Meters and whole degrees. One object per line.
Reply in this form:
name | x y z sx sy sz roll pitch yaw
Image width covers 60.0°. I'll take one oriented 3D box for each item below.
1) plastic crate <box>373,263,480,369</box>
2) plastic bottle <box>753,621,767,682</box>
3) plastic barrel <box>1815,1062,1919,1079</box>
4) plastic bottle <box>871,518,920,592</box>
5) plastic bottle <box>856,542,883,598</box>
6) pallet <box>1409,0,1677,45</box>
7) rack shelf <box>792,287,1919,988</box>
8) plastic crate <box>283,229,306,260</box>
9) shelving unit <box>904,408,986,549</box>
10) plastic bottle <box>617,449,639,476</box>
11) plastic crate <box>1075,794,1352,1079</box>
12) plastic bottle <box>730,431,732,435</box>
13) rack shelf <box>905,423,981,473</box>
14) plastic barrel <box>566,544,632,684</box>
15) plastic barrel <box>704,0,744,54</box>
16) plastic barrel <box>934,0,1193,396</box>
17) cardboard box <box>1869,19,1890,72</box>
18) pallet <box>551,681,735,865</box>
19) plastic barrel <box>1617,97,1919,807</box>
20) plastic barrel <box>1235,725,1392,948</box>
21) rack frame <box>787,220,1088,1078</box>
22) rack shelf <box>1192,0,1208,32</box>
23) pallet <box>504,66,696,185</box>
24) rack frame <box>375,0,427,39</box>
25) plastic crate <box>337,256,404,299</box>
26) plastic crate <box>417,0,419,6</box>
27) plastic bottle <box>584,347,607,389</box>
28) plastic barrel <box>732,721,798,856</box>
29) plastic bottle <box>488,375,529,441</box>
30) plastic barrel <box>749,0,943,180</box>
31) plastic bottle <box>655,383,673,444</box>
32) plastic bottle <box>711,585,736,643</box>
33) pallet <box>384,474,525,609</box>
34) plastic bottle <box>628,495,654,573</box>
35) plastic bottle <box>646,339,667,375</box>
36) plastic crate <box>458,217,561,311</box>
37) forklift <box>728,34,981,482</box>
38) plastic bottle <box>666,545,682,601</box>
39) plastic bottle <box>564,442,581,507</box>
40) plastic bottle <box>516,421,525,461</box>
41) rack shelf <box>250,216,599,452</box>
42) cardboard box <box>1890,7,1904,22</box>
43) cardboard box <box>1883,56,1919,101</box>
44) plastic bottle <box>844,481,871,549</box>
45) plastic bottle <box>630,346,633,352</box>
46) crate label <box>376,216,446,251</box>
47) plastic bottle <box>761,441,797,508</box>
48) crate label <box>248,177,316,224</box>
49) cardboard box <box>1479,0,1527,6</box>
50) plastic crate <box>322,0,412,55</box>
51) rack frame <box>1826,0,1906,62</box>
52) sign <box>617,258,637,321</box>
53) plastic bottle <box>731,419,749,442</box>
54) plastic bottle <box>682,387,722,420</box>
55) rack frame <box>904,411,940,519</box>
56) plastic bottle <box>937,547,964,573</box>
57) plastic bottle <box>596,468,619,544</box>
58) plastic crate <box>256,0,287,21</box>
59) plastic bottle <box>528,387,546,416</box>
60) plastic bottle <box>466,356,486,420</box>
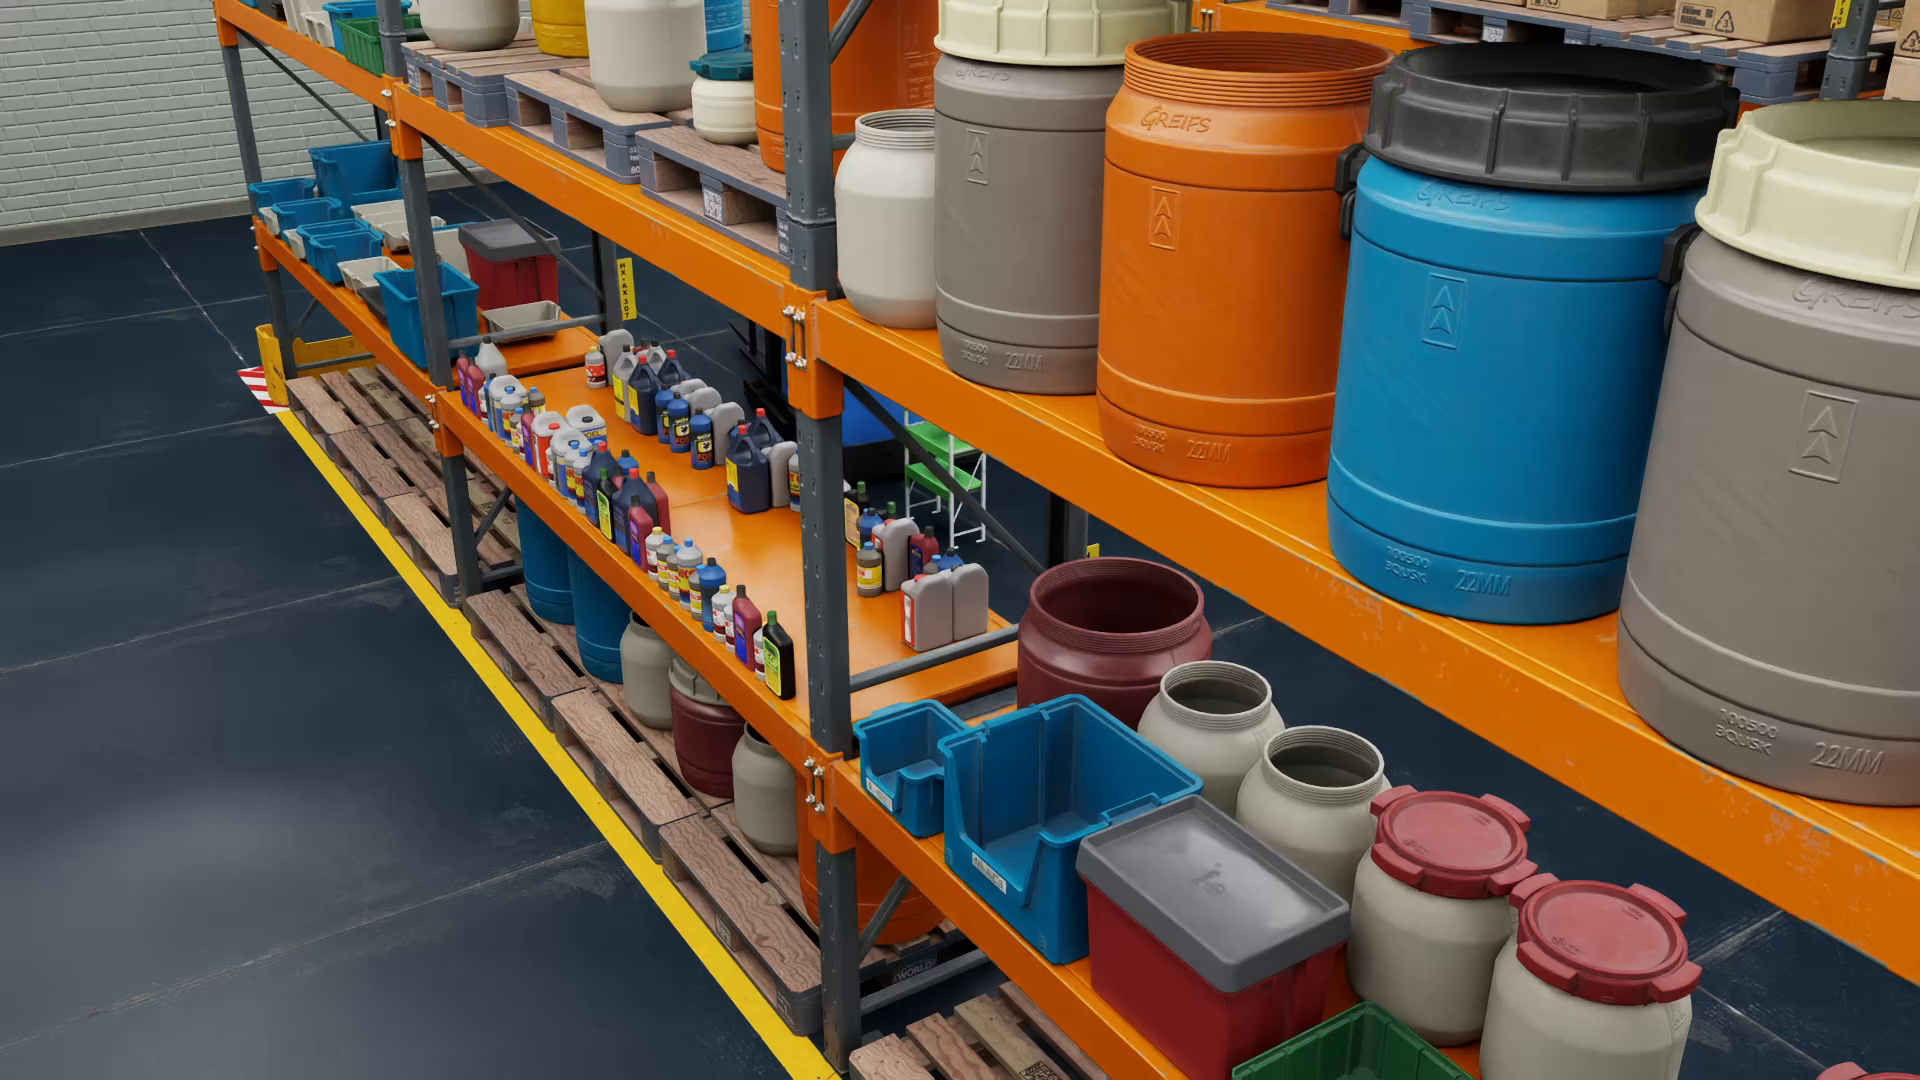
plastic crate | -2.752 -1.163 8.648 0.392 0.384 0.575 -16 29 -30
plastic bottle | -0.654 0.374 5.676 0.097 0.201 0.097 0 25 0
plastic barrel | 1.817 1.351 3.215 0.433 0.535 0.433 0 25 0
plastic bottle | -0.246 0.036 6.306 0.152 0.276 0.135 -16 29 -30
plastic bottle | -0.340 0.105 6.246 0.097 0.201 0.097 0 25 0
pallet | 3.113 -2.667 8.594 1.003 0.211 1.213 -14 29 -27
rack shelf | 1.064 0.060 3.439 1.077 0.370 4.000 -16 29 -30
plastic crate | -4.060 -1.852 10.398 0.250 0.136 0.298 -16 29 -30
shelving unit | -0.090 -0.602 9.619 0.258 1.200 0.503 -16 29 -30
plastic bottle | -1.379 -0.245 6.905 0.097 0.271 0.097 0 25 0
plastic crate | 0.598 0.996 4.052 0.402 0.464 0.583 -16 29 -30
plastic bottle | -0.965 -0.423 7.364 0.097 0.201 0.097 0 25 0
rack shelf | -0.090 -0.544 9.647 0.258 0.148 0.480 -16 29 -30
plastic barrel | -1.542 0.156 7.873 0.600 0.901 0.708 -16 29 -30
plastic barrel | -1.152 -2.254 6.417 0.600 0.901 0.708 -16 29 -30
plastic barrel | 0.239 -0.863 3.964 0.600 0.901 0.600 0 25 0
cardboard box | 9.202 -5.030 16.774 0.500 0.500 0.500 -16 30 -30
pallet | -1.155 0.928 7.537 1.003 0.211 1.213 -16 29 -30
plastic barrel | 1.339 -0.142 2.437 0.600 0.901 0.600 0 25 0
plastic barrel | 0.943 0.794 4.424 0.421 0.512 0.421 0 25 0
rack frame | -0.028 0.375 5.441 1.000 3.000 0.127 -16 29 -30
rack shelf | 0.846 -3.956 11.945 1.077 0.370 4.000 -16 29 -30
pallet | -1.080 -1.664 6.468 1.003 0.211 1.213 -16 29 -30
rack frame | -2.212 -3.768 7.191 1.000 3.000 0.127 -16 29 -30
plastic crate | -3.414 -1.516 9.686 0.293 0.136 0.466 -16 29 -30
plastic crate | -2.660 -2.861 8.936 0.497 0.269 0.590 -16 29 -30
plastic bottle | -1.820 -0.864 8.299 0.097 0.201 0.097 0 25 0
plastic barrel | -0.692 0.958 6.628 0.421 0.512 0.421 0 25 0
plastic bottle | -2.078 -0.614 7.682 0.152 0.276 0.135 -16 29 -30
plastic barrel | -0.335 -1.569 5.051 0.600 0.830 0.708 -16 29 -30
plastic bottle | -1.345 -0.585 7.626 0.097 0.271 0.097 0 25 0
plastic bottle | -0.833 0.257 5.924 0.097 0.201 0.097 0 25 0
pallet | -2.645 -0.048 9.605 1.003 0.211 1.213 -16 29 -30
plastic bottle | -1.230 -0.026 6.428 0.061 0.283 0.133 -16 29 -30
plastic bottle | -1.436 -0.781 7.947 0.144 0.351 0.185 -16 29 -30
plastic crate | -2.489 -1.489 9.246 0.402 0.464 0.583 -16 29 -30
forklift | -0.890 -2.285 11.158 1.130 2.935 3.031 -10 27 -20
plastic bottle | -1.046 0.118 6.219 0.097 0.201 0.097 0 25 0
plastic bottle | -1.606 -0.281 6.982 0.097 0.271 0.097 0 25 0
plastic bottle | -1.932 -0.463 7.449 0.097 0.201 0.097 0 25 0
rack shelf | -3.303 -1.445 10.141 1.077 0.370 4.000 -16 29 -30
cardboard box | 9.482 -5.304 16.184 0.500 0.500 0.500 -16 30 -30
cardboard box | 4.165 -1.840 6.796 0.500 0.250 0.500 -15 29 -29
plastic bottle | -0.407 -0.109 6.603 0.061 0.283 0.133 -16 29 -30
plastic bottle | -1.639 -0.865 8.301 0.097 0.201 0.097 0 25 0
crate label | -3.480 -1.943 10.592 0.396 0.136 0.243 -16 29 -30
plastic bottle | -0.750 -0.295 7.006 0.152 0.276 0.135 -16 29 -30
crate label | -4.536 -2.272 11.176 0.416 0.233 0.303 -16 29 -30
cardboard box | 2.989 -3.098 8.671 0.797 0.503 0.637 -16 30 -30
plastic crate | -2.976 -2.587 8.399 0.416 0.233 0.300 -16 29 -30
rack frame | 4.122 -3.492 6.605 1.000 3.000 0.127 -16 29 -30
sign | -1.750 -1.308 8.683 0.100 0.325 0.005 -16 29 -30
plastic bottle | -0.943 -0.392 7.218 0.097 0.271 0.097 0 25 0
plastic bottle | -1.177 -0.574 7.598 0.152 0.276 0.135 -16 29 -30
rack frame | -0.224 -0.689 9.804 0.240 1.200 0.015 -16 29 -30
plastic bottle | -0.034 0.156 6.057 0.097 0.271 0.097 0 25 0
plastic bottle | -1.404 -0.140 6.669 0.061 0.283 0.133 -16 29 -30
plastic crate | -3.791 -3.204 9.582 0.504 0.338 0.767 -16 29 -30
plastic bottle | -1.984 -0.616 7.774 0.097 0.201 0.097 0 25 0
plastic bottle | -2.296 -0.724 7.907 0.061 0.283 0.133 -16 29 -30
